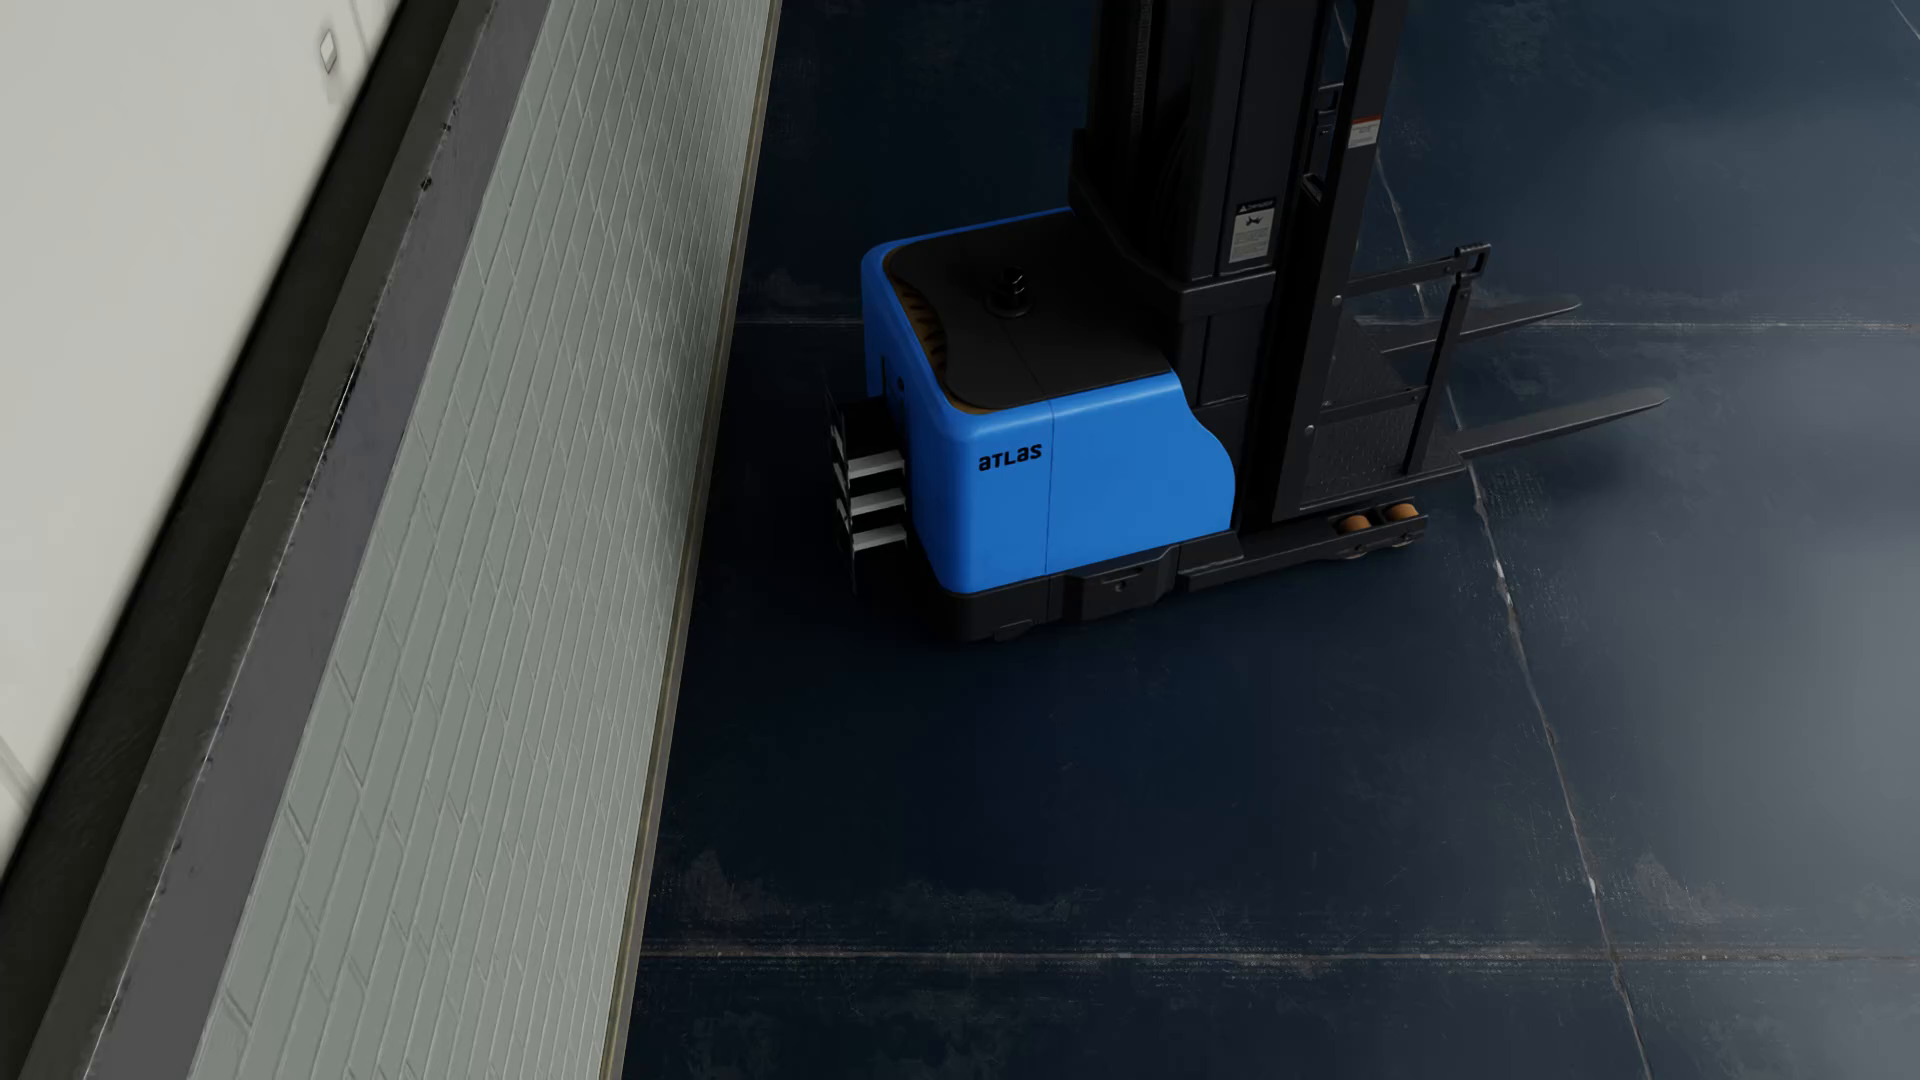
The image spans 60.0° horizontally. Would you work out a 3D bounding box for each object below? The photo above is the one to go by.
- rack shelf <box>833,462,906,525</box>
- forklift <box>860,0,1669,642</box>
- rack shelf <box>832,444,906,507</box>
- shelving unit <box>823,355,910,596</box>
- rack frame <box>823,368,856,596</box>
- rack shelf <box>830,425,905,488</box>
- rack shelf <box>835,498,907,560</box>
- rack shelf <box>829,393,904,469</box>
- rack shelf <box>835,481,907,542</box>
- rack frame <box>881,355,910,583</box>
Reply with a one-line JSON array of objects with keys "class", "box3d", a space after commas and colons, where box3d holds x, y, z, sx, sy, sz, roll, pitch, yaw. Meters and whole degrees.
[{"class": "rack shelf", "box3d": [-0.322, -0.187, 5.855, 0.200, 0.077, 0.258, -14, 49, -12]}, {"class": "forklift", "box3d": [1.218, -1.283, 5.442, 3.031, 2.935, 1.130, -14, 49, -12]}, {"class": "rack shelf", "box3d": [-0.322, -0.248, 5.789, 0.200, 0.077, 0.258, -14, 49, -12]}, {"class": "shelving unit", "box3d": [-0.322, -0.210, 5.831, 0.210, 0.900, 0.258, -14, 49, -12]}, {"class": "rack frame", "box3d": [-0.419, -0.186, 5.809, 0.006, 0.900, 0.240, -14, 49, -12]}, {"class": "rack shelf", "box3d": [-0.322, -0.310, 5.723, 0.200, 0.077, 0.258, -14, 49, -12]}, {"class": "rack shelf", "box3d": [-0.322, -0.064, 5.987, 0.200, 0.077, 0.258, -14, 49, -12]}, {"class": "rack shelf", "box3d": [-0.322, -0.371, 5.657, 0.200, 0.077, 0.258, -14, 49, -12]}, {"class": "rack shelf", "box3d": [-0.322, -0.126, 5.921, 0.200, 0.077, 0.258, -14, 49, -12]}, {"class": "rack frame", "box3d": [-0.226, -0.233, 5.852, 0.006, 0.900, 0.240, -14, 49, -12]}]
